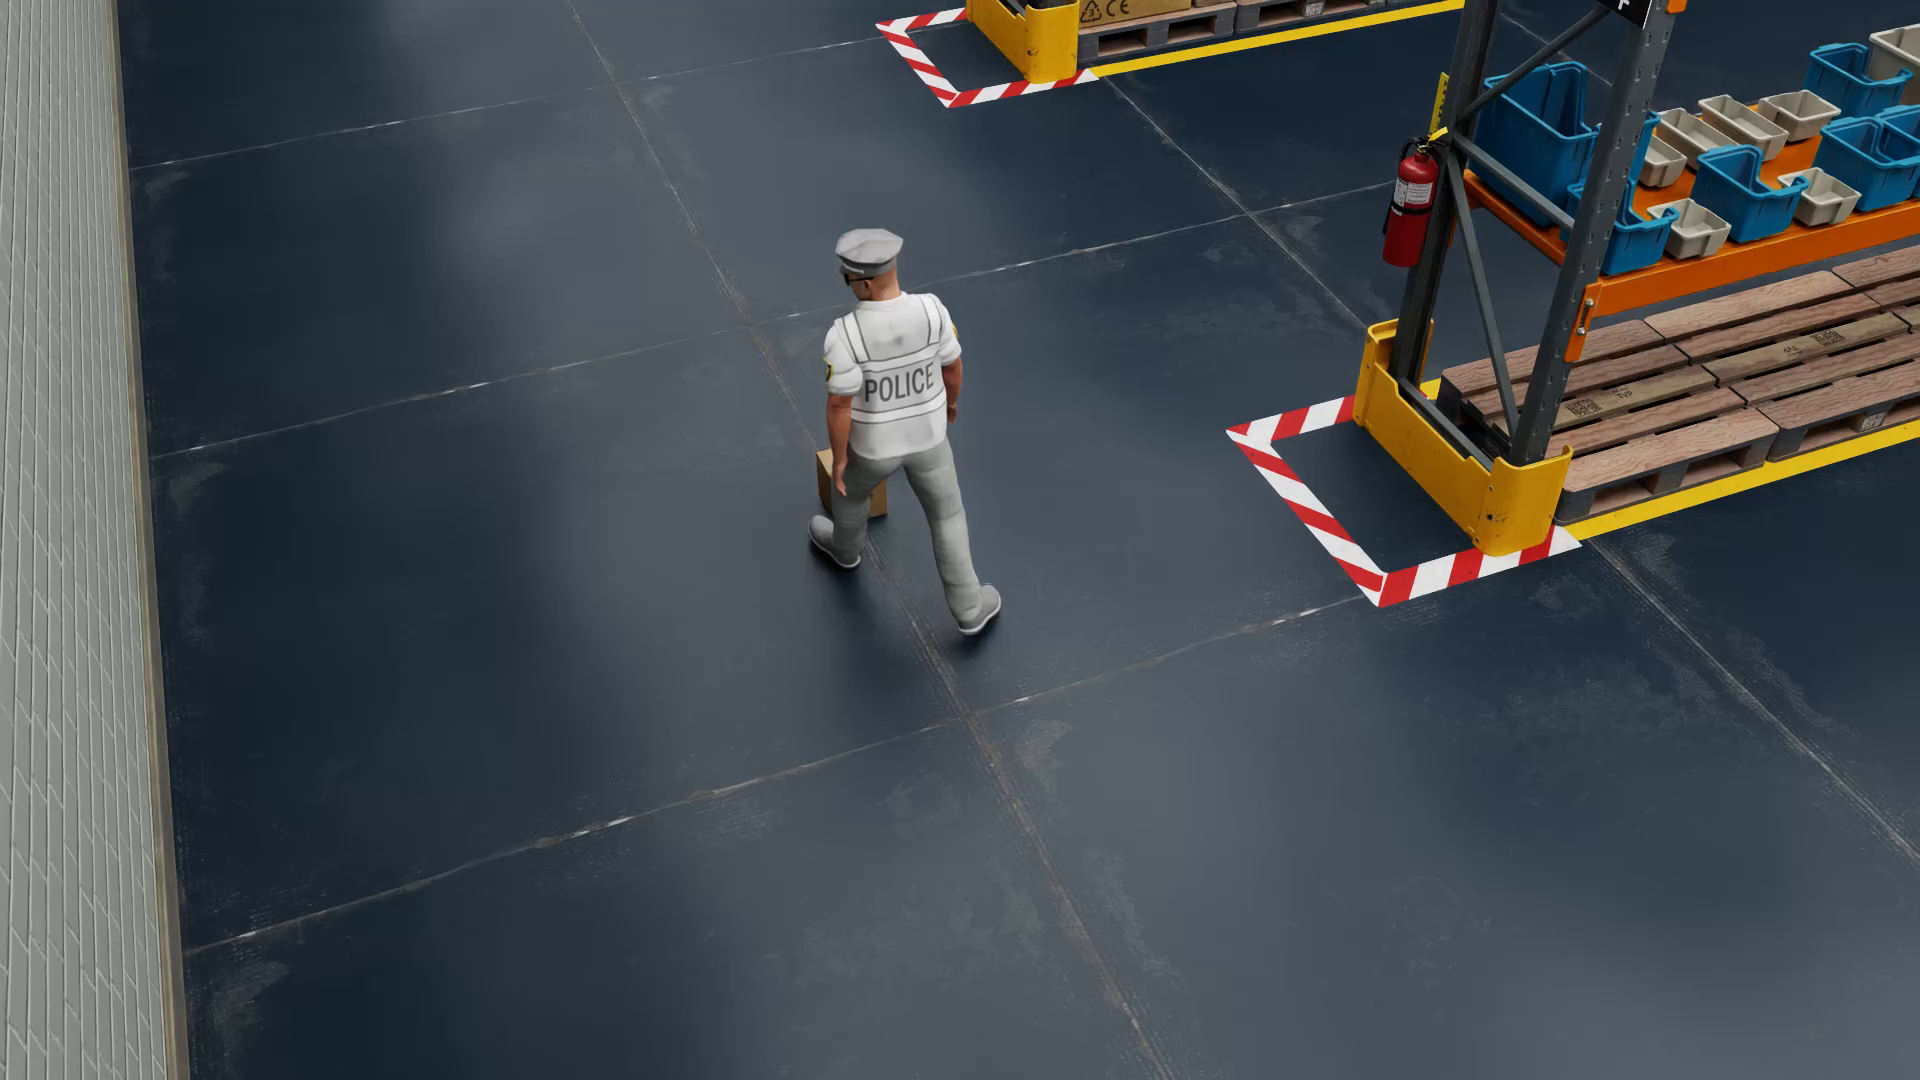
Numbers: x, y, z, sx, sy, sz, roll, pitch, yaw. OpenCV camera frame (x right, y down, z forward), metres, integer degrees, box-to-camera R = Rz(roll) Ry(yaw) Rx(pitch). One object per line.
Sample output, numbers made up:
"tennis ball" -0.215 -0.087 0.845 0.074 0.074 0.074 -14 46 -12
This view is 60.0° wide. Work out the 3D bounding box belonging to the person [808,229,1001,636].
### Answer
"person" -0.231 -0.449 6.671 0.683 1.708 0.942 -12 43 -13
